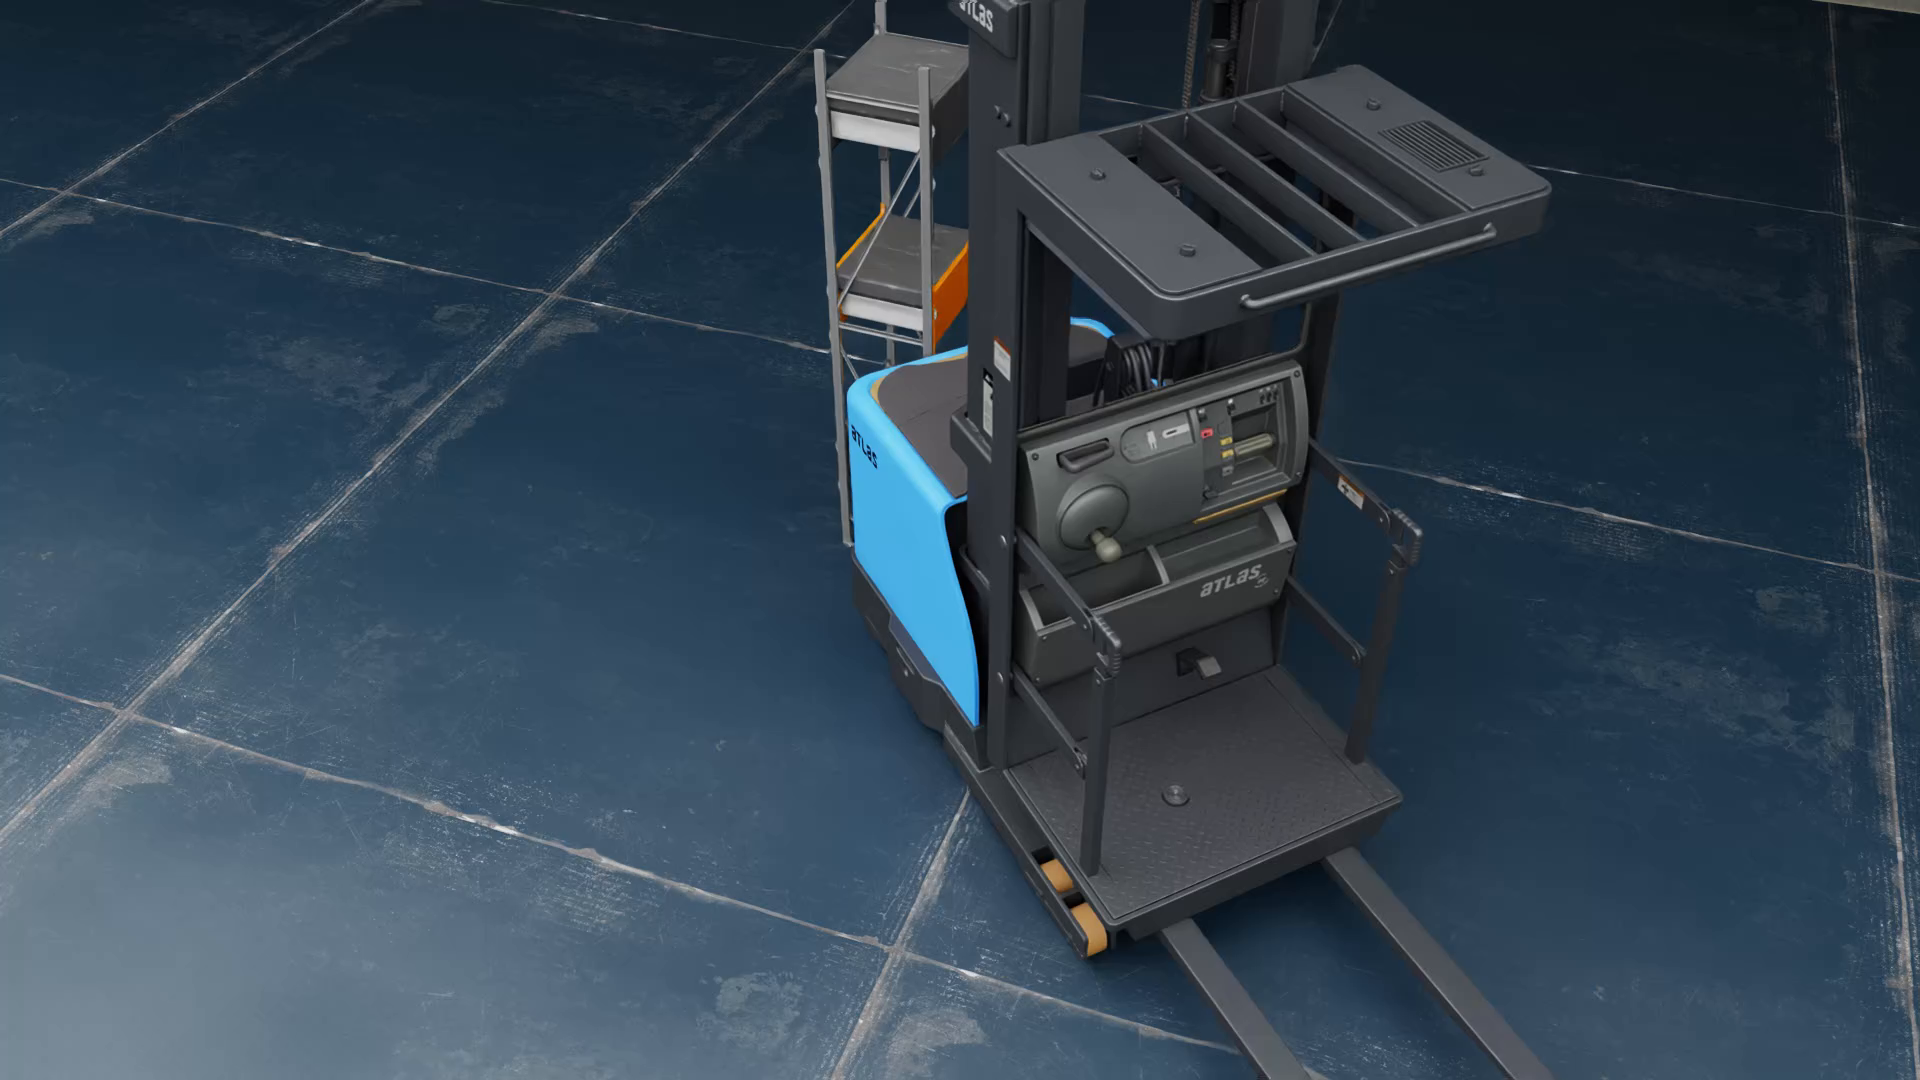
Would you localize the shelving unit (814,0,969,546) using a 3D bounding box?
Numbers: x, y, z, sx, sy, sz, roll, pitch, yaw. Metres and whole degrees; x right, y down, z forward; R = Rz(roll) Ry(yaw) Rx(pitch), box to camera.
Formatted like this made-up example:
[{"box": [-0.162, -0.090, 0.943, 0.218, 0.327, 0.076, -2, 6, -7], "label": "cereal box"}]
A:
[{"box": [-0.194, -0.887, 6.171, 0.431, 2.100, 0.503, 14, 43, 16], "label": "shelving unit"}]

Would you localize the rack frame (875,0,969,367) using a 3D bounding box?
[{"box": [-0.104, -1.034, 6.344, 0.400, 2.100, 0.015, 14, 43, 16], "label": "rack frame"}]

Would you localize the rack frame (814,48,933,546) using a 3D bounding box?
[{"box": [-0.284, -0.739, 5.999, 0.400, 2.100, 0.015, 14, 43, 16], "label": "rack frame"}]

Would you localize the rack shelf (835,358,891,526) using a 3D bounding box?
[{"box": [-0.194, -0.344, 6.635, 0.431, 0.518, 0.480, 14, 43, 16], "label": "rack shelf"}]

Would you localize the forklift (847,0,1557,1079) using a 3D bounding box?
[{"box": [0.709, -0.144, 4.660, 1.130, 2.935, 3.031, -18, 44, -20], "label": "forklift"}]

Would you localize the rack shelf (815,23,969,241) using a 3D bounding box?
[{"box": [-0.194, -1.409, 5.726, 0.431, 0.518, 0.480, 14, 43, 16], "label": "rack shelf"}]

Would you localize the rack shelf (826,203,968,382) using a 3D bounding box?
[{"box": [-0.194, -0.876, 6.180, 0.431, 0.518, 0.480, 14, 43, 16], "label": "rack shelf"}]
